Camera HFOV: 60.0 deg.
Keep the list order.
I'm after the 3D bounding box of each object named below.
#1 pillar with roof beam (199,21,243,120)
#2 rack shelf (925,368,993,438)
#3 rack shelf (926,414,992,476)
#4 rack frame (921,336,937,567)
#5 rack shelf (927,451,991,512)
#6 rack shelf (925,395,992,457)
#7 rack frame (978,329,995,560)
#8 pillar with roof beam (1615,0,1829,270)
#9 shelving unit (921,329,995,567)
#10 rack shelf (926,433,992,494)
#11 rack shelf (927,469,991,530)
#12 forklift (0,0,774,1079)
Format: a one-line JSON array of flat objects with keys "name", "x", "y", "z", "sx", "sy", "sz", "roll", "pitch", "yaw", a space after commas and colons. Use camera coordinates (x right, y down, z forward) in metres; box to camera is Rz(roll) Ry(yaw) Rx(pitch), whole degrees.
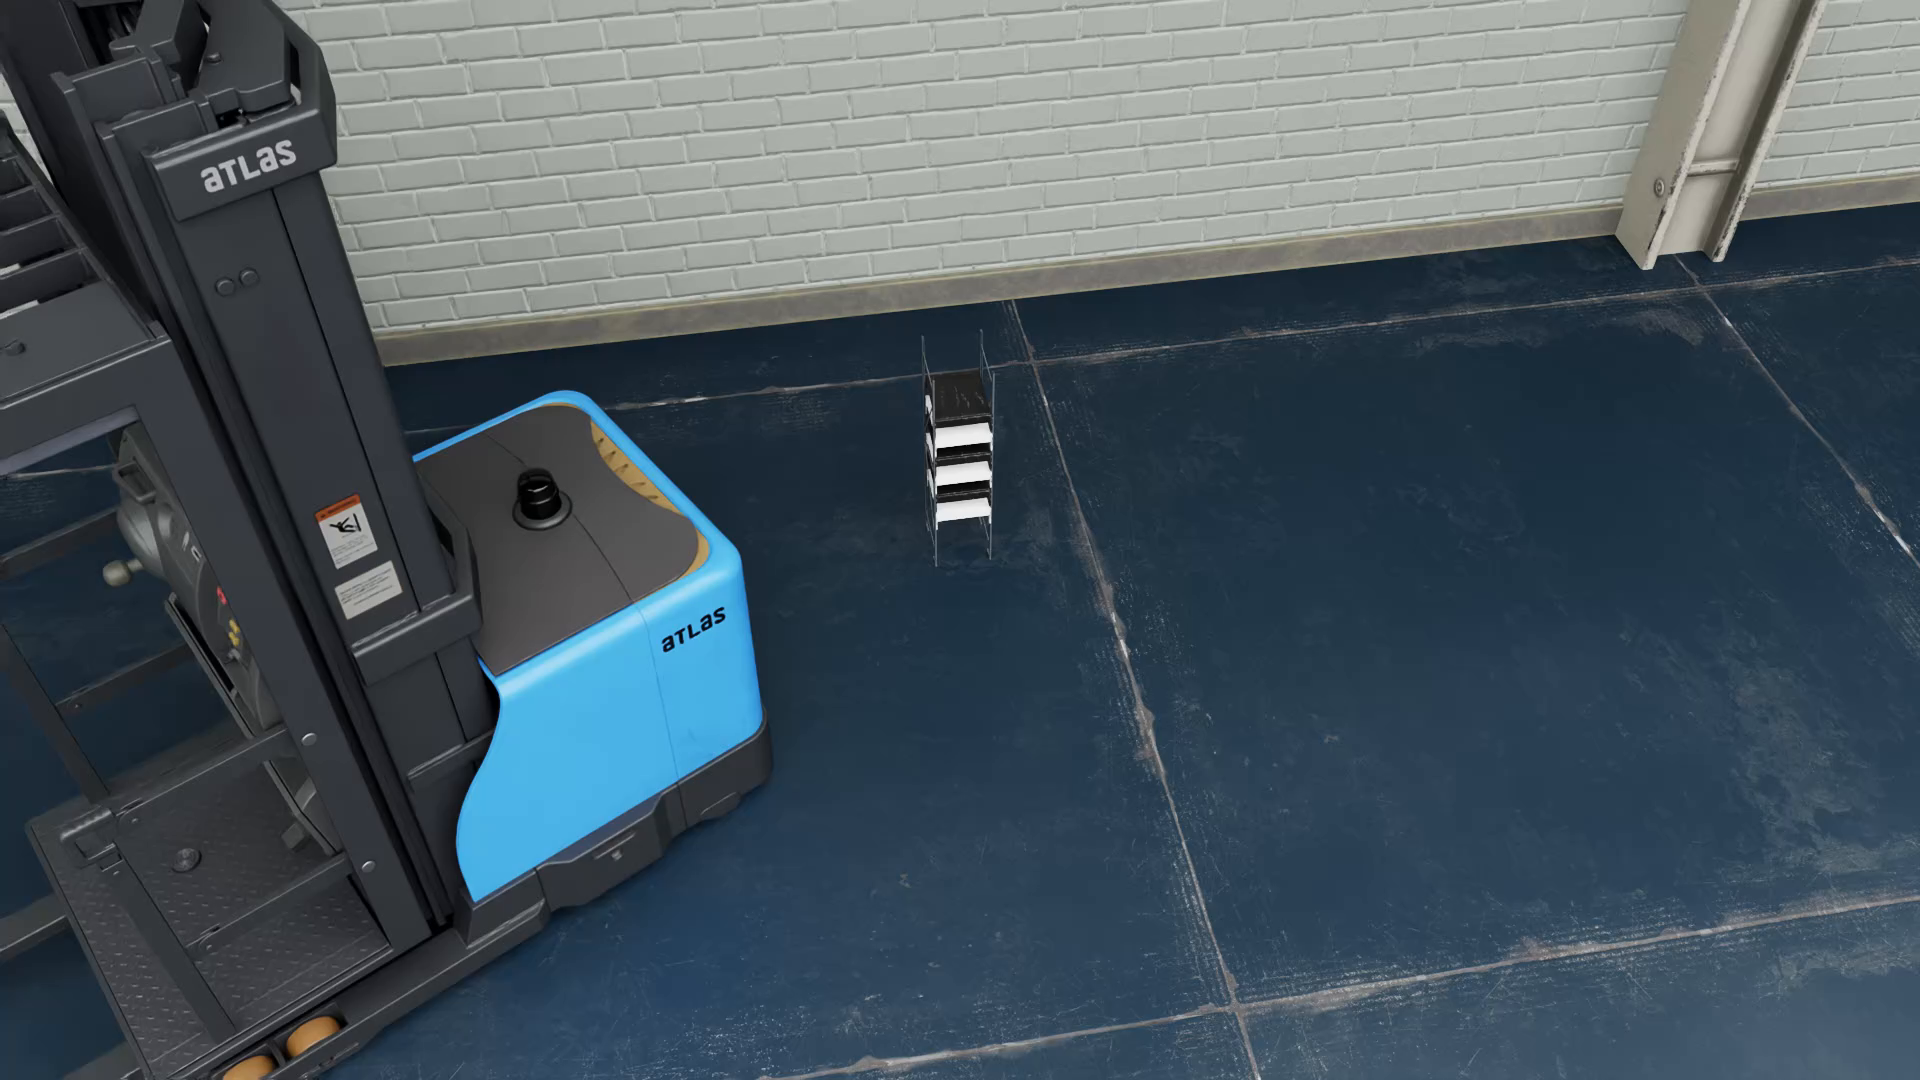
[{"name": "pillar with roof beam", "x": -1.971, "y": -0.668, "z": 0.645, "sx": 0.400, "sy": 9.000, "sz": 9.100, "roll": -7, "pitch": 46, "yaw": -7}, {"name": "rack shelf", "x": -0.008, "y": -0.475, "z": 5.755, "sx": 0.200, "sy": 0.077, "sz": 0.258, "roll": -7, "pitch": 46, "yaw": -7}, {"name": "rack shelf", "x": -0.008, "y": -0.351, "z": 5.884, "sx": 0.200, "sy": 0.077, "sz": 0.258, "roll": -7, "pitch": 46, "yaw": -7}, {"name": "rack frame", "x": -0.108, "y": -0.299, "z": 5.913, "sx": 0.006, "sy": 0.900, "sz": 0.240, "roll": -7, "pitch": 46, "yaw": -7}, {"name": "rack shelf", "x": -0.008, "y": -0.226, "z": 6.014, "sx": 0.200, "sy": 0.077, "sz": 0.258, "roll": -7, "pitch": 46, "yaw": -7}, {"name": "rack shelf", "x": -0.008, "y": -0.413, "z": 5.819, "sx": 0.200, "sy": 0.077, "sz": 0.258, "roll": -7, "pitch": 46, "yaw": -7}, {"name": "rack frame", "x": 0.092, "y": -0.324, "z": 5.937, "sx": 0.006, "sy": 0.900, "sz": 0.240, "roll": -7, "pitch": 46, "yaw": -7}, {"name": "pillar with roof beam", "x": 3.941, "y": -1.405, "z": 1.355, "sx": 0.400, "sy": 9.000, "sz": 9.100, "roll": -7, "pitch": 46, "yaw": -7}, {"name": "shelving unit", "x": -0.008, "y": -0.311, "z": 5.925, "sx": 0.210, "sy": 0.900, "sz": 0.258, "roll": -7, "pitch": 46, "yaw": -7}, {"name": "rack shelf", "x": -0.008, "y": -0.288, "z": 5.949, "sx": 0.200, "sy": 0.077, "sz": 0.258, "roll": -7, "pitch": 46, "yaw": -7}, {"name": "rack shelf", "x": -0.008, "y": -0.163, "z": 6.079, "sx": 0.200, "sy": 0.077, "sz": 0.258, "roll": -7, "pitch": 46, "yaw": -7}, {"name": "forklift", "x": -2.078, "y": 0.164, "z": 4.056, "sx": 3.031, "sy": 2.935, "sz": 1.130, "roll": -30, "pitch": 53, "yaw": -26}]
